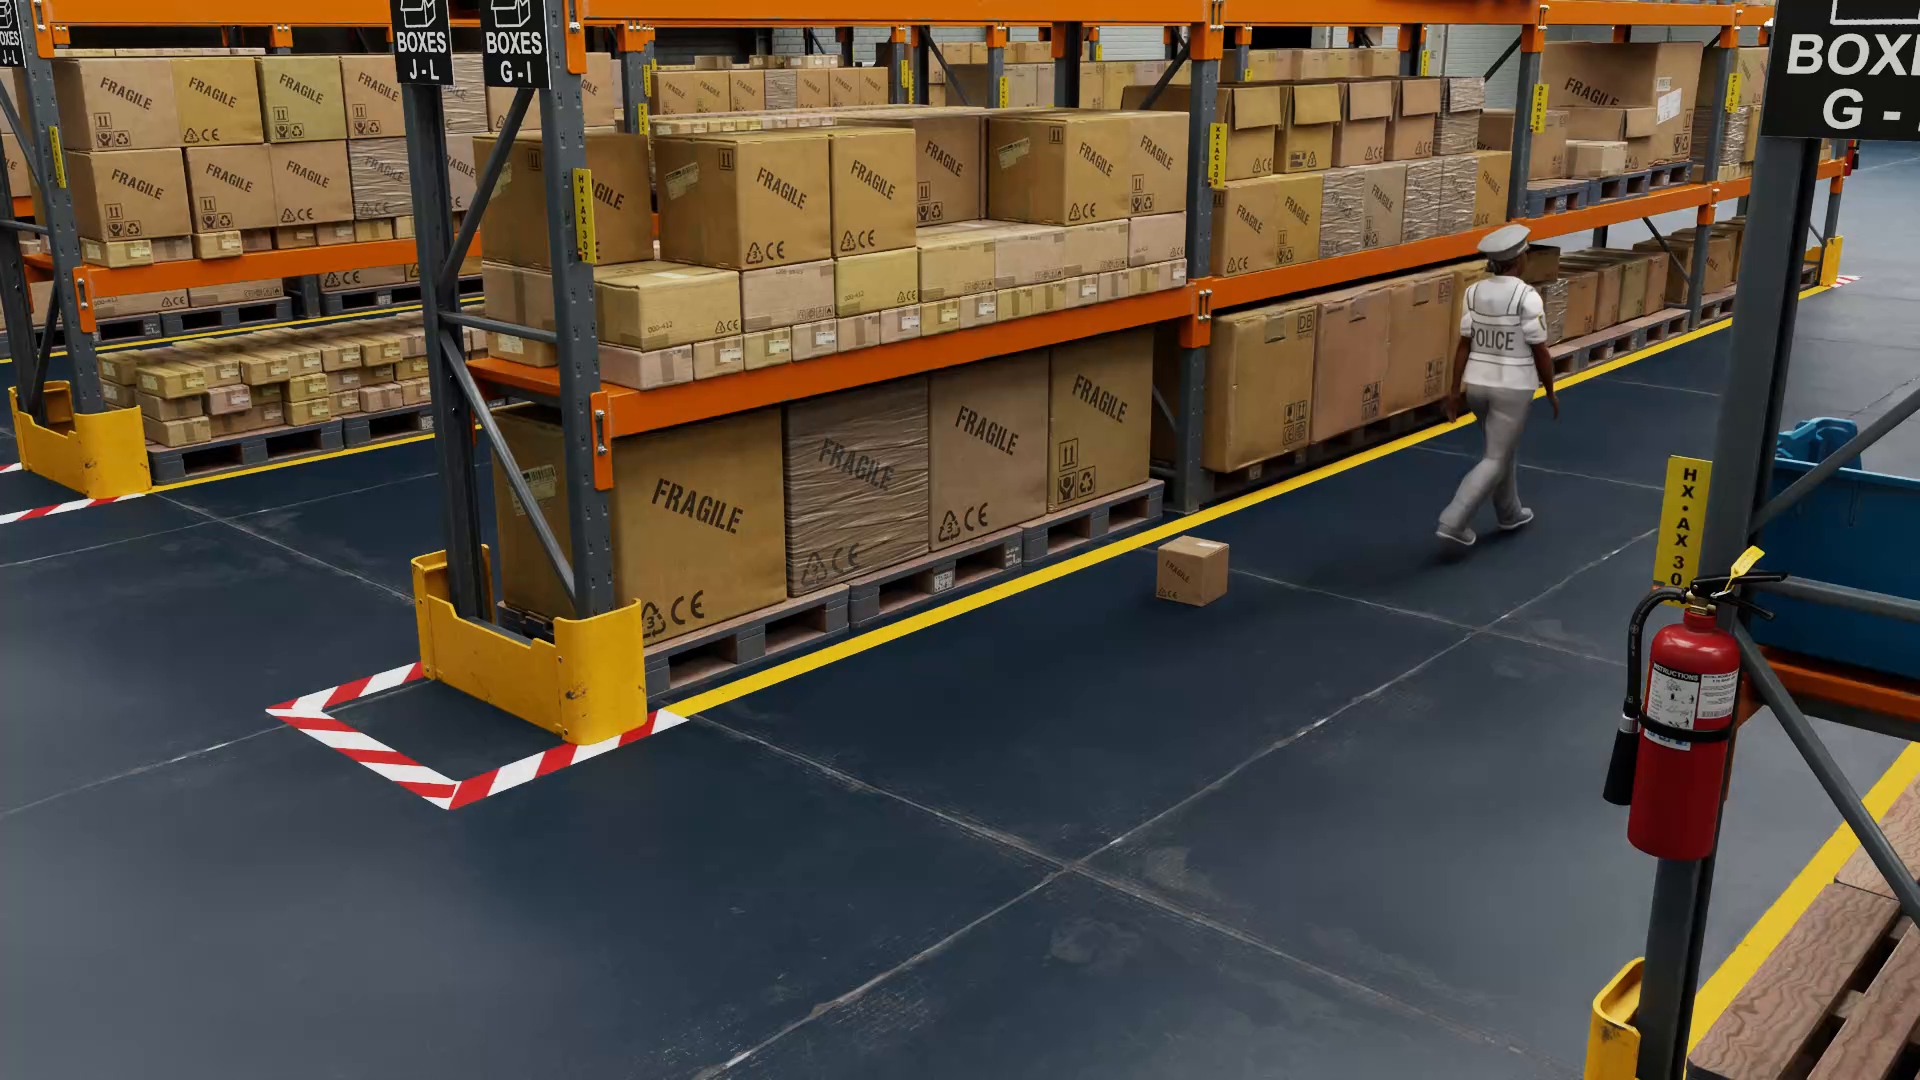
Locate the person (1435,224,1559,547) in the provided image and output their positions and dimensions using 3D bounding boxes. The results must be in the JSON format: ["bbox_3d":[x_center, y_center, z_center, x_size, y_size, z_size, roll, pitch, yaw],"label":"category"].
[{"bbox_3d":[2.795,-0.789,8.549,0.978,1.643,0.465,-12,21,-35],"label":"person"}]
